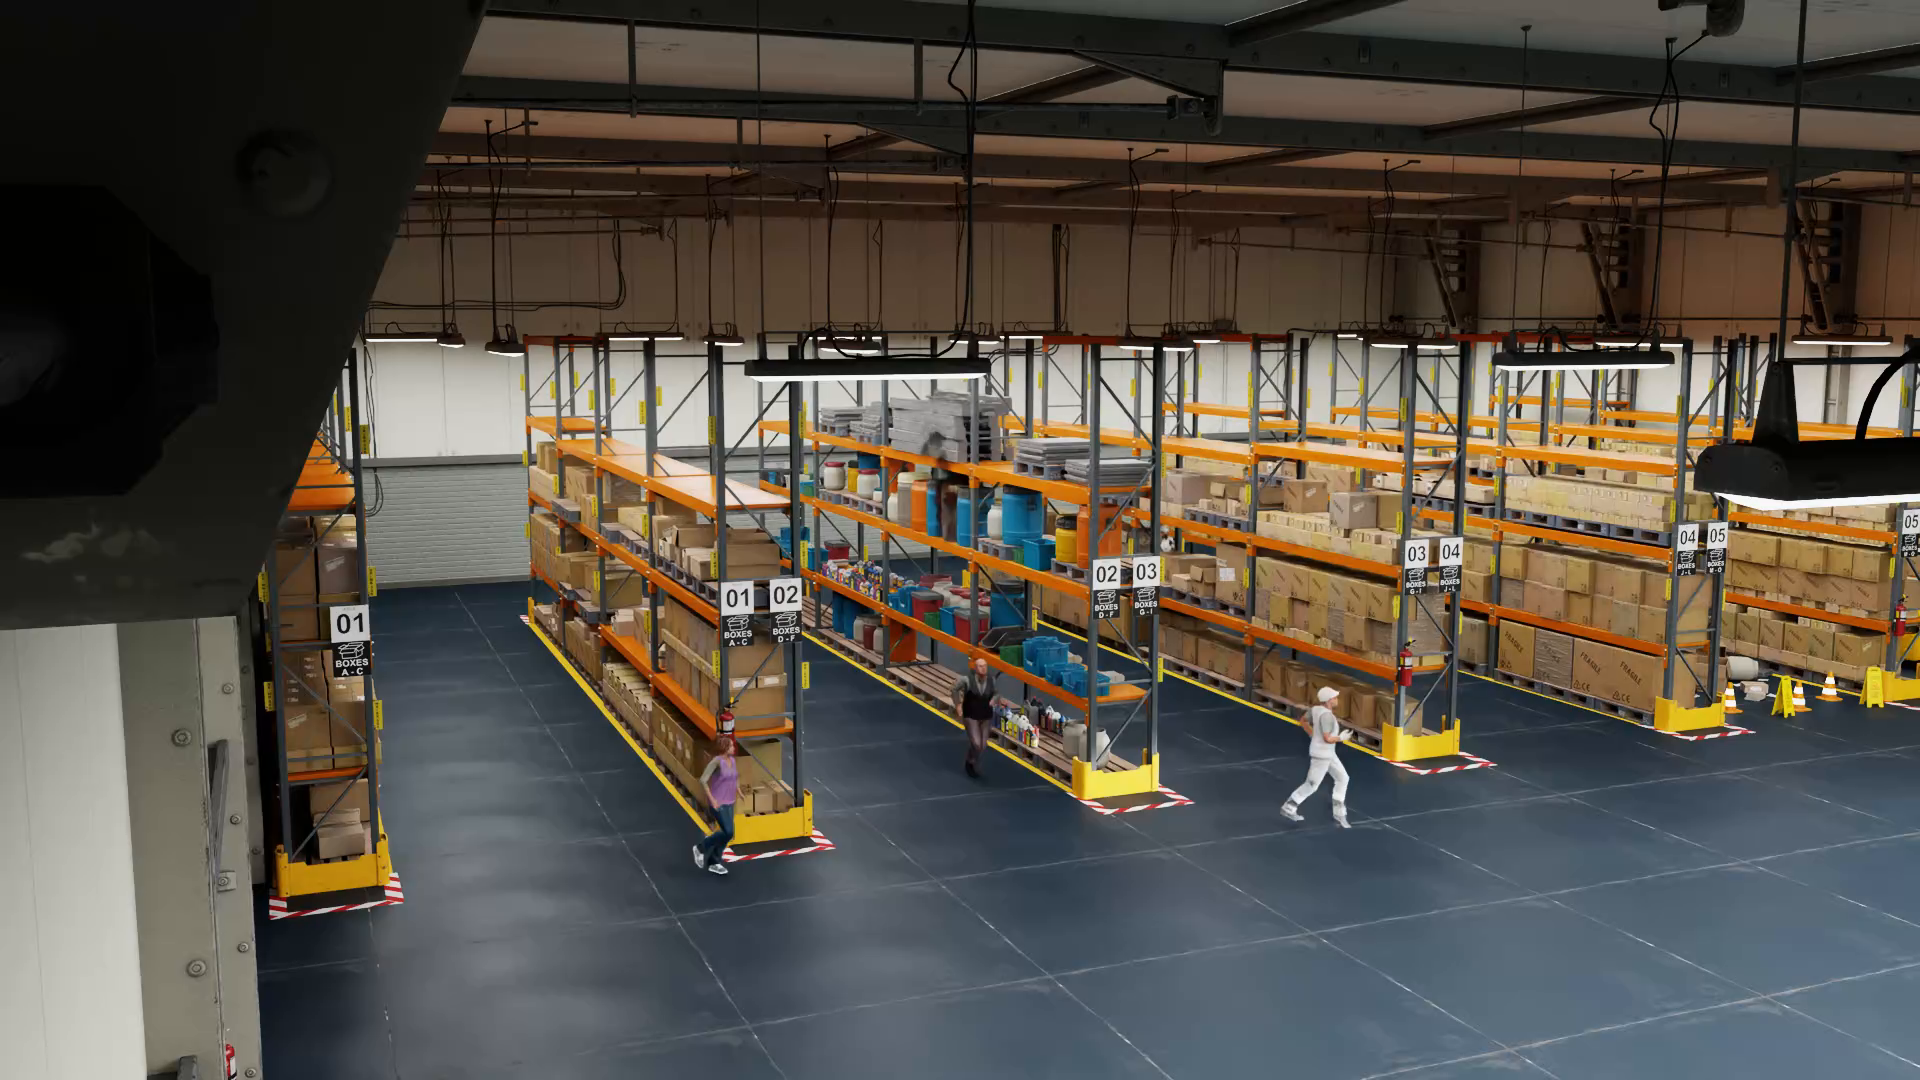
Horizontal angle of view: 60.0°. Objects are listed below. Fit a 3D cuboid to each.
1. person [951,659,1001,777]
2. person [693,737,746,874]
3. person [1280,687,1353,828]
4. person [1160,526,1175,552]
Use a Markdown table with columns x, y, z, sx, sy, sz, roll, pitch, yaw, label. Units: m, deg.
| x | y | z | sx | sy | sz | roll | pitch | yaw | label |
| --- | --- | --- | --- | --- | --- | --- | --- | --- | --- |
| 0.248 | 2.450 | 22.870 | 0.644 | 1.673 | 0.706 | -3 | 8 | -19 | person |
| -2.744 | 3.035 | 19.150 | 0.519 | 1.535 | 0.594 | 3 | 8 | 22 | person |
| 4.441 | 2.726 | 20.652 | 0.888 | 1.838 | 0.626 | 2 | 8 | 12 | person |
| 4.622 | 0.532 | 37.494 | 0.527 | 1.748 | 0.721 | -2 | 8 | -15 | person |
